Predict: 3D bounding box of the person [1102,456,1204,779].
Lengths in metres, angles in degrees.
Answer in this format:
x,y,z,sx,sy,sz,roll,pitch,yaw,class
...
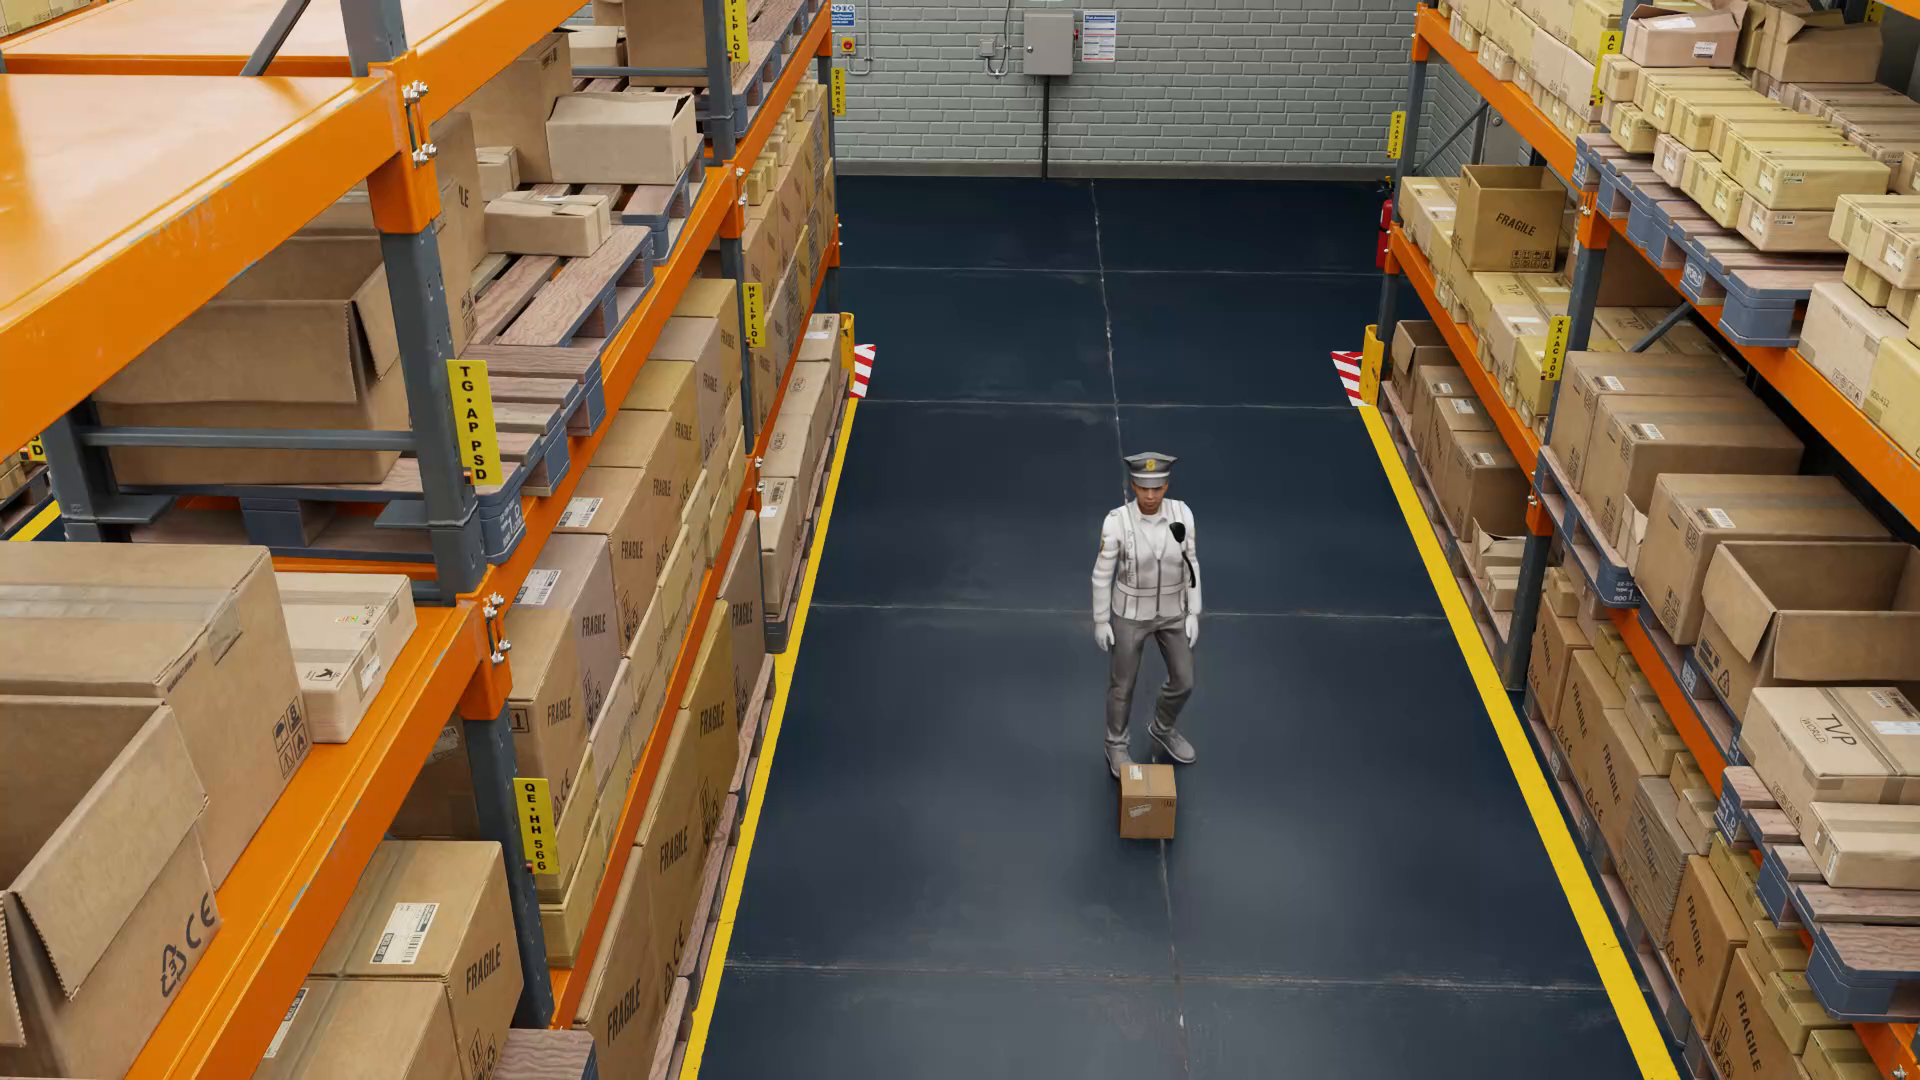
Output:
x,y,z,sx,sy,sz,roll,pitch,yaw,class
0.911,0.370,7.907,0.467,1.689,0.346,2,28,3,person
